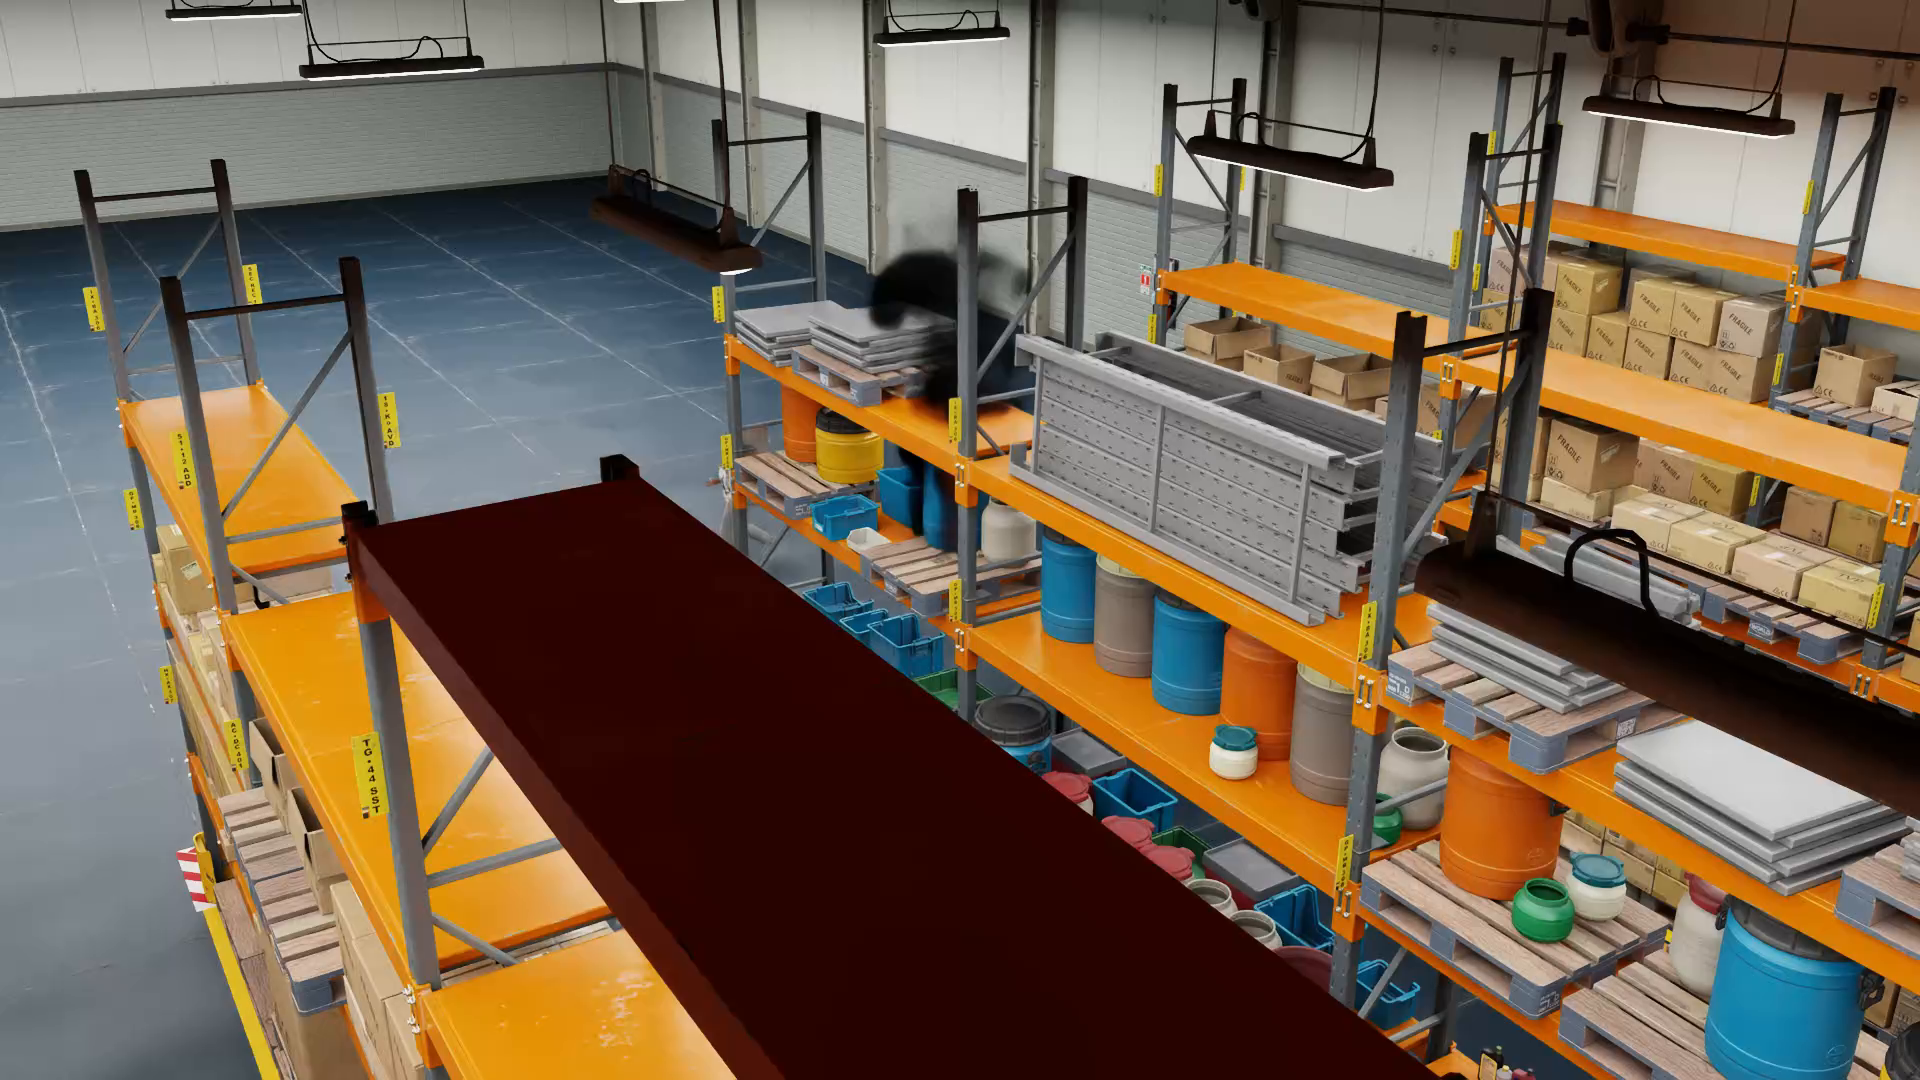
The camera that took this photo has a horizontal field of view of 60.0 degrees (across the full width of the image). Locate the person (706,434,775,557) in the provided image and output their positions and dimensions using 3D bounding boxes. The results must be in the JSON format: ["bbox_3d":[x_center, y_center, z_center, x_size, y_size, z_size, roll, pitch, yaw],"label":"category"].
[{"bbox_3d":[-2.711,-0.480,20.308,0.924,1.712,0.554,-5,22,-13],"label":"person"}]
